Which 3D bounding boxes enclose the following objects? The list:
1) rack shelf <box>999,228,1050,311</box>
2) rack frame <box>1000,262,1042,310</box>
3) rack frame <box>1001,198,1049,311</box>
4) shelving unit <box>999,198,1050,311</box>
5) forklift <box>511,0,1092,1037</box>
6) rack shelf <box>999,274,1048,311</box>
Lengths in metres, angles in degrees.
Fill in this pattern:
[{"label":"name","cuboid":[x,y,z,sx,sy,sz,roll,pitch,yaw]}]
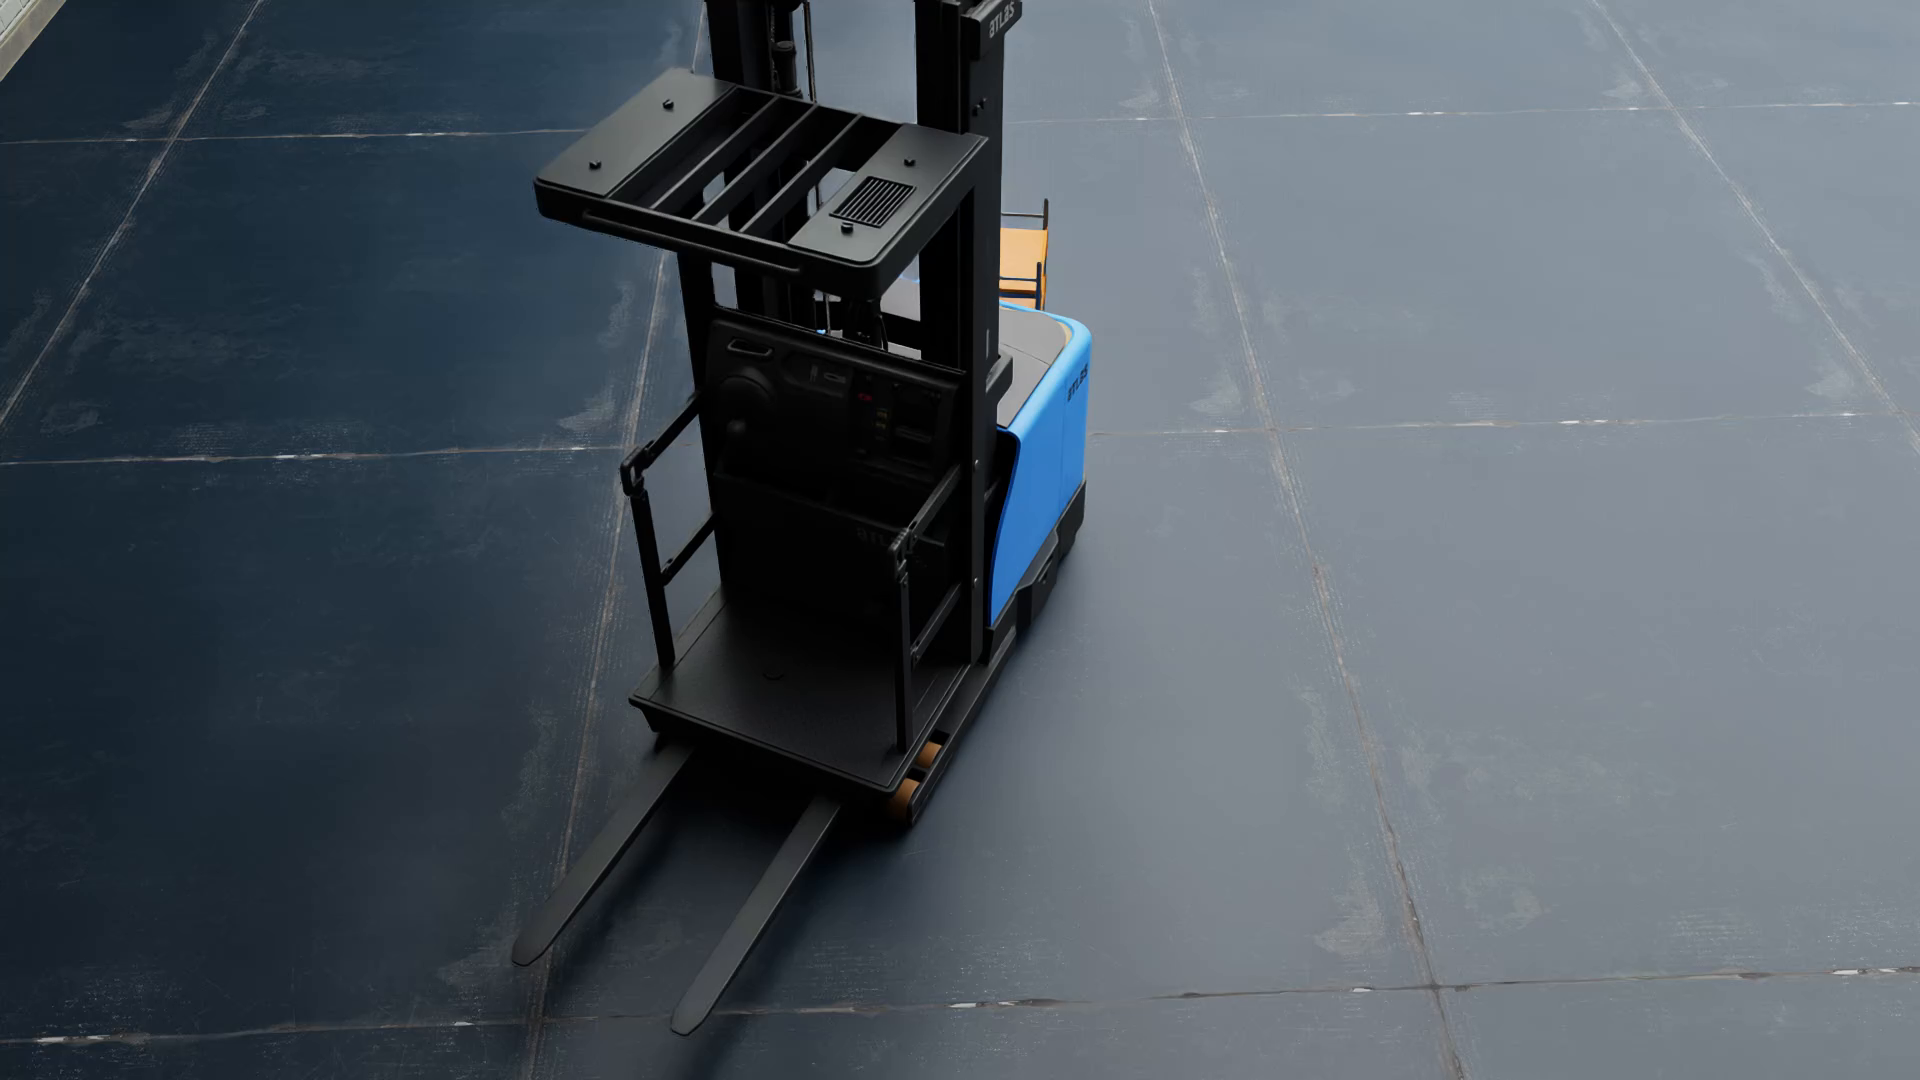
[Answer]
[{"label":"rack shelf","cuboid":[0.234,-1.134,7.018,0.258,0.148,0.480,4,43,4]},{"label":"rack frame","cuboid":[0.210,-0.680,7.104,0.240,1.200,0.015,4,43,4]},{"label":"rack frame","cuboid":[0.258,-1.009,7.462,0.240,1.200,0.015,4,43,4]},{"label":"shelving unit","cuboid":[0.234,-0.844,7.283,0.258,1.200,0.503,4,43,4]},{"label":"forklift","cuboid":[-0.534,-0.381,5.497,1.130,2.935,3.031,17,45,18]},{"label":"rack shelf","cuboid":[0.234,-0.960,7.178,0.258,0.148,0.480,4,43,4]}]
